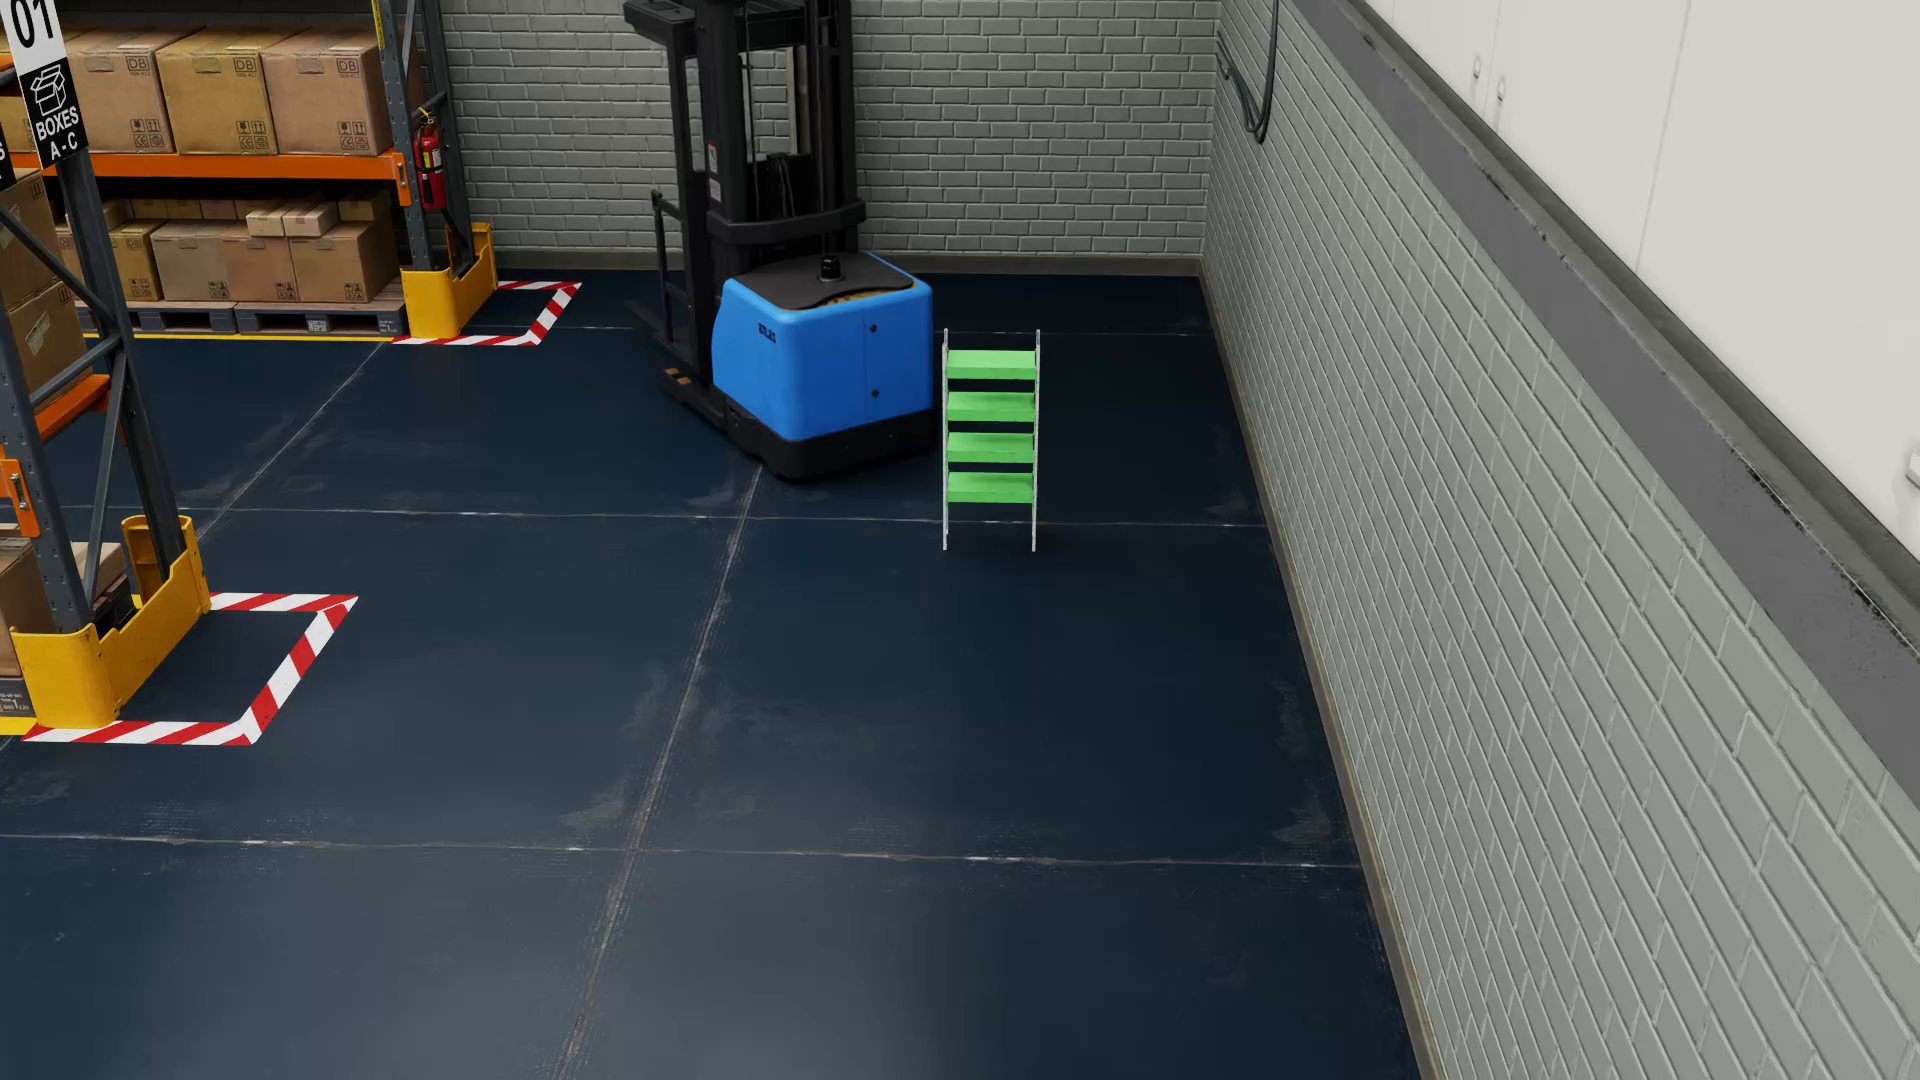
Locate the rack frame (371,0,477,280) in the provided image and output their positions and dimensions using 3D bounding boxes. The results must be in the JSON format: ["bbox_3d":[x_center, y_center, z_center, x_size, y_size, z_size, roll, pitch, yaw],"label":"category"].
[{"bbox_3d":[-3.811,-3.051,11.804,0.127,3.000,1.000,1,28,2],"label":"rack frame"}]

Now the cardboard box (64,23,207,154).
[{"bbox_3d":[-5.810,-3.211,11.785,0.700,0.700,0.980,0,28,-1],"label":"cardboard box"}]

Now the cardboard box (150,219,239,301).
[{"bbox_3d":[-5.517,-2.114,12.255,0.500,0.500,0.700,0,28,0],"label":"cardboard box"}]

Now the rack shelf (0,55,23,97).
[{"bbox_3d":[-5.981,-1.773,6.958,4.000,0.370,1.077,1,28,2],"label":"rack shelf"}]

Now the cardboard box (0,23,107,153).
[{"bbox_3d":[-6.538,-3.219,11.799,0.700,0.700,0.980,0,28,0],"label":"cardboard box"}]

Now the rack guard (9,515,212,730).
[{"bbox_3d":[-4.058,0.371,8.017,0.348,0.500,1.175,1,28,2],"label":"rack guard"}]

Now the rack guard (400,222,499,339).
[{"bbox_3d":[-3.787,-1.947,12.388,0.348,0.500,1.175,1,28,2],"label":"rack guard"}]

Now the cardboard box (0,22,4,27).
[{"bbox_3d":[-7.267,-3.233,11.827,0.700,0.700,0.980,1,28,3],"label":"cardboard box"}]

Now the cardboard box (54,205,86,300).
[{"bbox_3d":[-6.563,-2.128,12.283,0.500,0.500,0.700,1,28,1],"label":"cardboard box"}]

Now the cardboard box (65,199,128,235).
[{"bbox_3d":[-6.207,-2.325,11.962,0.250,0.149,0.380,0,28,0],"label":"cardboard box"}]

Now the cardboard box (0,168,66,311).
[{"bbox_3d":[-4.416,-1.349,7.419,0.500,0.500,0.500,2,28,3],"label":"cardboard box"}]

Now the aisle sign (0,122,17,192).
[{"bbox_3d":[-3.925,-1.737,6.548,0.004,0.787,0.394,1,28,2],"label":"aisle sign"}]

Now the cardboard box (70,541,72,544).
[{"bbox_3d":[-4.638,0.153,8.314,0.250,0.166,0.380,1,28,2],"label":"cardboard box"}]

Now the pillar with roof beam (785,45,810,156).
[{"bbox_3d":[-1.234,-4.047,7.277,0.400,9.000,9.100,1,28,2],"label":"pillar with roof beam"}]

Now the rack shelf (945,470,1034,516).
[{"bbox_3d":[0.165,-0.259,9.106,0.480,0.148,0.258,1,28,2],"label":"rack shelf"}]

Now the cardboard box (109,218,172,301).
[{"bbox_3d":[-6.050,-2.119,12.265,0.500,0.500,0.700,2,28,3],"label":"cardboard box"}]

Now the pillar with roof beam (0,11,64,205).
[{"bbox_3d":[-7.230,-4.146,7.464,0.400,9.000,9.100,1,28,2],"label":"pillar with roof beam"}]

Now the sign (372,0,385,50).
[{"bbox_3d":[-3.844,-3.414,10.998,0.005,0.325,0.100,1,28,2],"label":"sign"}]

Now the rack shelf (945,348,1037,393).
[{"bbox_3d":[0.165,-0.895,8.769,0.480,0.148,0.258,1,28,2],"label":"rack shelf"}]

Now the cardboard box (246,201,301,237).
[{"bbox_3d":[-4.904,-2.305,11.923,0.250,0.149,0.380,2,28,3],"label":"cardboard box"}]

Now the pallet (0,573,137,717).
[{"bbox_3d":[-4.855,0.486,8.109,1.213,0.211,1.003,1,28,2],"label":"pallet"}]

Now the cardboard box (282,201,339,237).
[{"bbox_3d":[-4.649,-2.301,11.915,0.250,0.149,0.380,1,28,1],"label":"cardboard box"}]

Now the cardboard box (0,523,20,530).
[{"bbox_3d":[-5.015,0.138,8.253,0.500,0.250,0.500,1,28,2],"label":"cardboard box"}]

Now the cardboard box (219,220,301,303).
[{"bbox_3d":[-5.014,-2.106,12.240,0.500,0.500,0.700,1,28,2],"label":"cardboard box"}]

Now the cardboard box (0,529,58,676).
[{"bbox_3d":[-4.534,0.284,7.711,0.500,0.500,0.500,1,28,2],"label":"cardboard box"}]

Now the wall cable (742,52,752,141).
[{"bbox_3d":[-2.498,-3.922,12.361,1.851,1.984,0.084,1,28,2],"label":"wall cable"}]

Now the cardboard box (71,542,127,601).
[{"bbox_3d":[-4.389,0.165,8.311,0.250,0.149,0.380,1,28,2],"label":"cardboard box"}]

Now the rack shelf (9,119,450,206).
[{"bbox_3d":[-5.810,-2.767,12.034,4.000,0.370,1.077,1,28,2],"label":"rack shelf"}]

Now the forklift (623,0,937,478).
[{"bbox_3d":[-1.353,-2.305,10.468,1.130,2.935,3.031,-16,32,-28],"label":"forklift"}]

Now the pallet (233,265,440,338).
[{"bbox_3d":[-4.613,-1.796,12.413,1.213,0.211,1.003,1,28,2],"label":"pallet"}]

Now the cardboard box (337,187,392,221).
[{"bbox_3d":[-4.382,-2.475,12.245,0.250,0.149,0.380,1,28,2],"label":"cardboard box"}]

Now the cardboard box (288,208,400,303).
[{"bbox_3d":[-4.514,-2.097,12.224,0.500,0.500,0.700,1,28,2],"label":"cardboard box"}]

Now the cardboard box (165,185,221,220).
[{"bbox_3d":[-5.649,-2.496,12.283,0.250,0.149,0.380,1,28,2],"label":"cardboard box"}]

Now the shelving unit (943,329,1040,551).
[{"bbox_3d":[0.165,-0.527,8.964,0.503,1.200,0.258,1,28,2],"label":"shelving unit"}]

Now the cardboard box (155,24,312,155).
[{"bbox_3d":[-5.049,-3.194,11.753,0.700,0.700,0.980,1,28,1],"label":"cardboard box"}]

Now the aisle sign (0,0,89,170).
[{"bbox_3d":[-3.904,-2.018,7.078,0.004,0.787,0.394,1,28,2],"label":"aisle sign"}]

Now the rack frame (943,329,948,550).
[{"bbox_3d":[-0.078,-0.531,8.971,0.015,1.200,0.240,1,28,2],"label":"rack frame"}]

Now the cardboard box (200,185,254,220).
[{"bbox_3d":[-5.393,-2.492,12.276,0.250,0.149,0.380,1,28,3],"label":"cardboard box"}]

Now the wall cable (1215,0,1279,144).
[{"bbox_3d":[1.829,-4.069,10.634,0.112,2.526,3.097,1,28,2],"label":"wall cable"}]

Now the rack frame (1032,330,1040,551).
[{"bbox_3d":[0.409,-0.523,8.956,0.015,1.200,0.240,1,28,2],"label":"rack frame"}]

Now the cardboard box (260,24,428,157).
[{"bbox_3d":[-4.321,-3.188,11.740,0.700,0.700,0.980,2,28,4],"label":"cardboard box"}]

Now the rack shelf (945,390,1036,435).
[{"bbox_3d":[0.165,-0.683,8.881,0.480,0.148,0.258,1,28,2],"label":"rack shelf"}]

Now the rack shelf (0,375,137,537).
[{"bbox_3d":[-5.981,-0.448,7.660,4.000,0.370,1.077,1,28,2],"label":"rack shelf"}]

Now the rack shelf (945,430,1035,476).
[{"bbox_3d":[0.165,-0.471,8.994,0.480,0.148,0.258,1,28,2],"label":"rack shelf"}]

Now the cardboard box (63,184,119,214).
[{"bbox_3d":[-6.413,-2.508,12.307,0.250,0.149,0.380,0,28,0],"label":"cardboard box"}]

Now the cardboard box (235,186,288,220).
[{"bbox_3d":[-5.139,-2.488,12.268,0.250,0.149,0.380,1,28,2],"label":"cardboard box"}]

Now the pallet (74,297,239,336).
[{"bbox_3d":[-5.829,-1.817,12.453,1.213,0.211,1.003,1,28,2],"label":"pallet"}]

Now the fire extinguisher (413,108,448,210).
[{"bbox_3d":[-3.677,-2.634,11.497,0.183,0.674,0.296,1,28,2],"label":"fire extinguisher"}]

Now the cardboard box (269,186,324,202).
[{"bbox_3d":[-4.889,-2.483,12.260,0.250,0.149,0.380,1,28,2],"label":"cardboard box"}]

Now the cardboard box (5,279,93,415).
[{"bbox_3d":[-4.416,-0.908,7.653,0.500,0.500,0.500,2,28,3],"label":"cardboard box"}]

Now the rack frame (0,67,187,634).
[{"bbox_3d":[-3.982,-0.733,7.429,0.127,3.000,1.000,1,28,2],"label":"rack frame"}]

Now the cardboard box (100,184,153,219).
[{"bbox_3d":[-6.160,-2.504,12.299,0.250,0.149,0.380,1,28,2],"label":"cardboard box"}]

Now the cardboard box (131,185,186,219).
[{"bbox_3d":[-5.902,-2.500,12.291,0.250,0.149,0.380,0,28,1],"label":"cardboard box"}]

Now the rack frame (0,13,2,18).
[{"bbox_3d":[-3.982,-3.383,6.024,0.127,3.000,1.000,1,28,2],"label":"rack frame"}]

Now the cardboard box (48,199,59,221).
[{"bbox_3d":[-6.729,-2.334,11.978,0.250,0.149,0.380,2,28,4],"label":"cardboard box"}]
